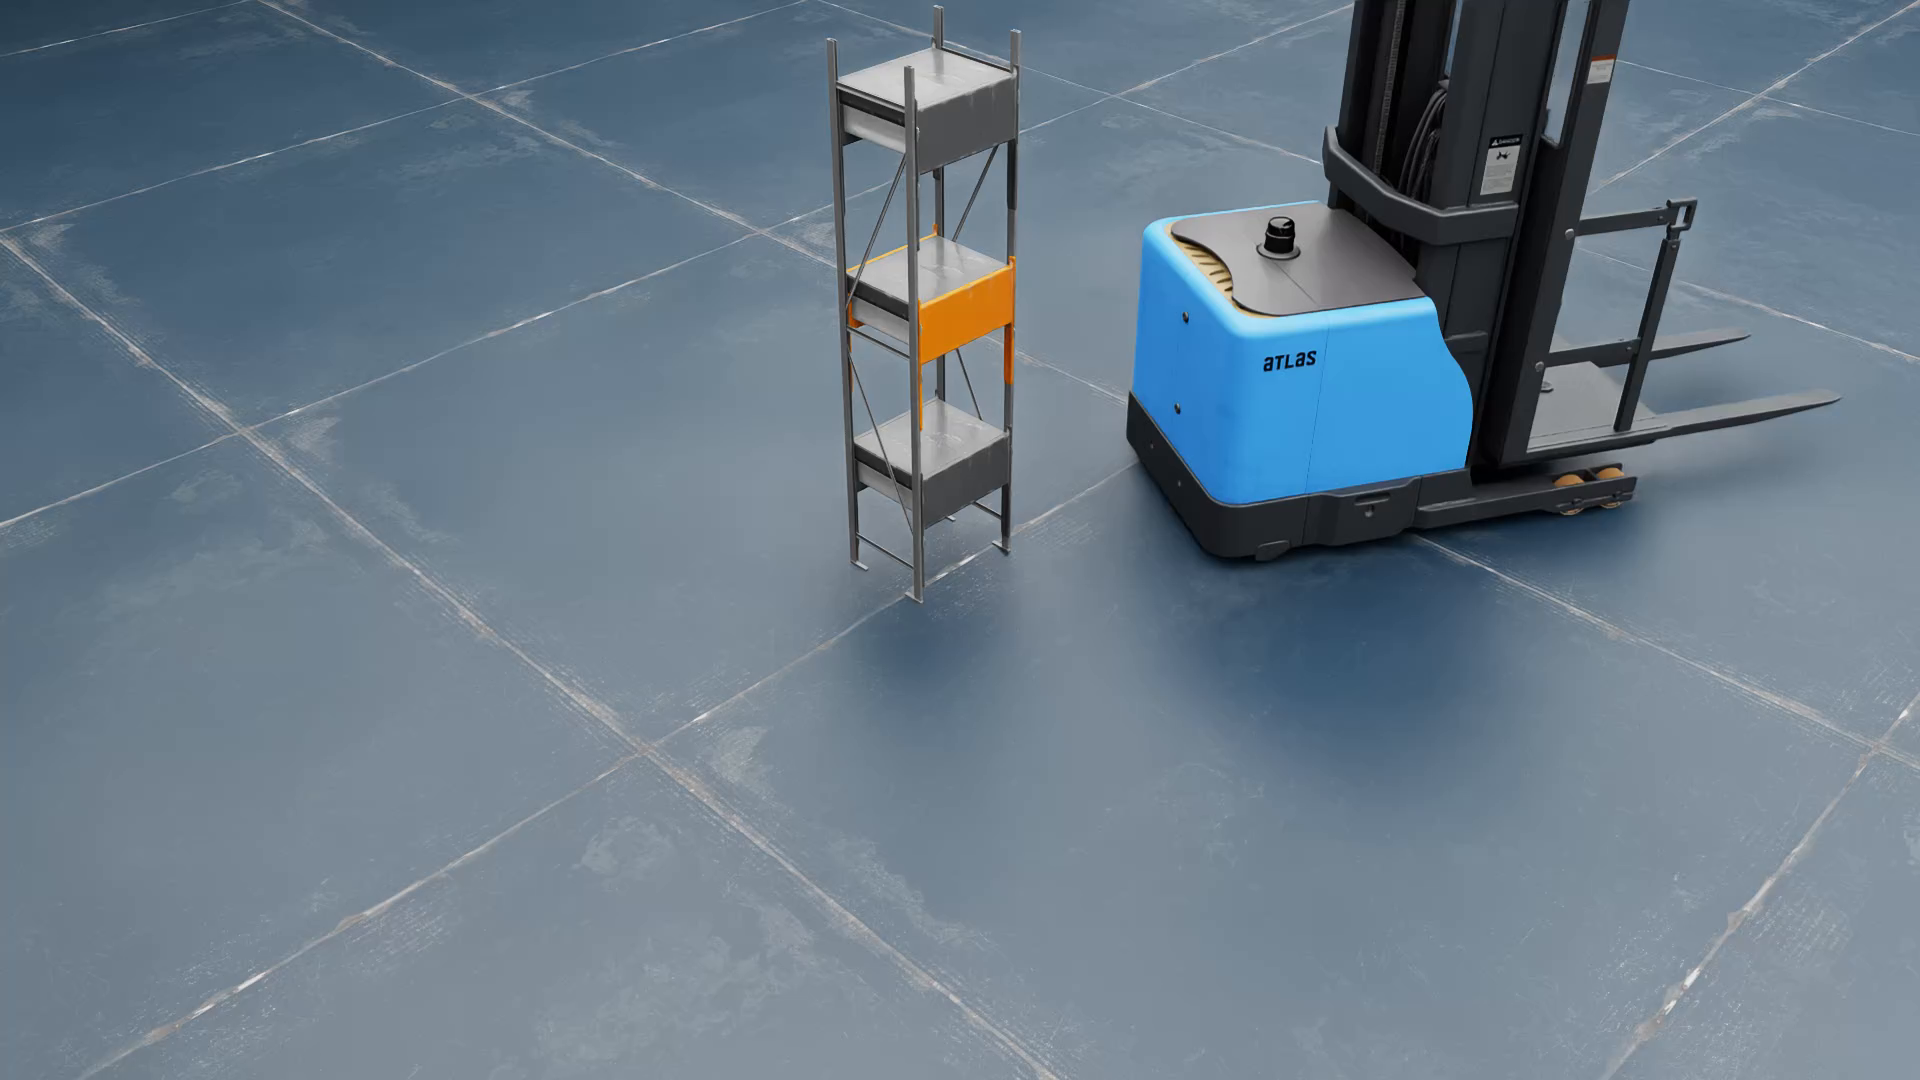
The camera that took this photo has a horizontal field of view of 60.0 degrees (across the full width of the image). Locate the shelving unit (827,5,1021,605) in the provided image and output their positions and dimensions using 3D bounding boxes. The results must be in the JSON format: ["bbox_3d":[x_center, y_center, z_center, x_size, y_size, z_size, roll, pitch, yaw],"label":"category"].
[{"bbox_3d":[-0.117,-0.794,6.053,0.431,2.100,0.503,30,45,35],"label":"shelving unit"}]

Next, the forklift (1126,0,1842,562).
[{"bbox_3d":[2.302,-1.586,6.461,3.031,2.935,1.130,-9,36,-13],"label":"forklift"}]

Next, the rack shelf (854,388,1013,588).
[{"bbox_3d":[-0.117,-0.209,6.461,0.431,0.518,0.480,30,45,35],"label":"rack shelf"}]

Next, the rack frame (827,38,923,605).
[{"bbox_3d":[-0.289,-0.695,5.911,0.400,2.100,0.015,30,45,35],"label":"rack frame"}]

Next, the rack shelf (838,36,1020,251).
[{"bbox_3d":[-0.117,-1.357,5.660,0.431,0.518,0.480,30,45,35],"label":"rack shelf"}]

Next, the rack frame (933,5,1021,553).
[{"bbox_3d":[0.055,-0.893,6.195,0.400,2.100,0.015,30,45,35],"label":"rack frame"}]

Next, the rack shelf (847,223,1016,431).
[{"bbox_3d":[-0.117,-0.783,6.061,0.431,0.518,0.480,30,45,35],"label":"rack shelf"}]
